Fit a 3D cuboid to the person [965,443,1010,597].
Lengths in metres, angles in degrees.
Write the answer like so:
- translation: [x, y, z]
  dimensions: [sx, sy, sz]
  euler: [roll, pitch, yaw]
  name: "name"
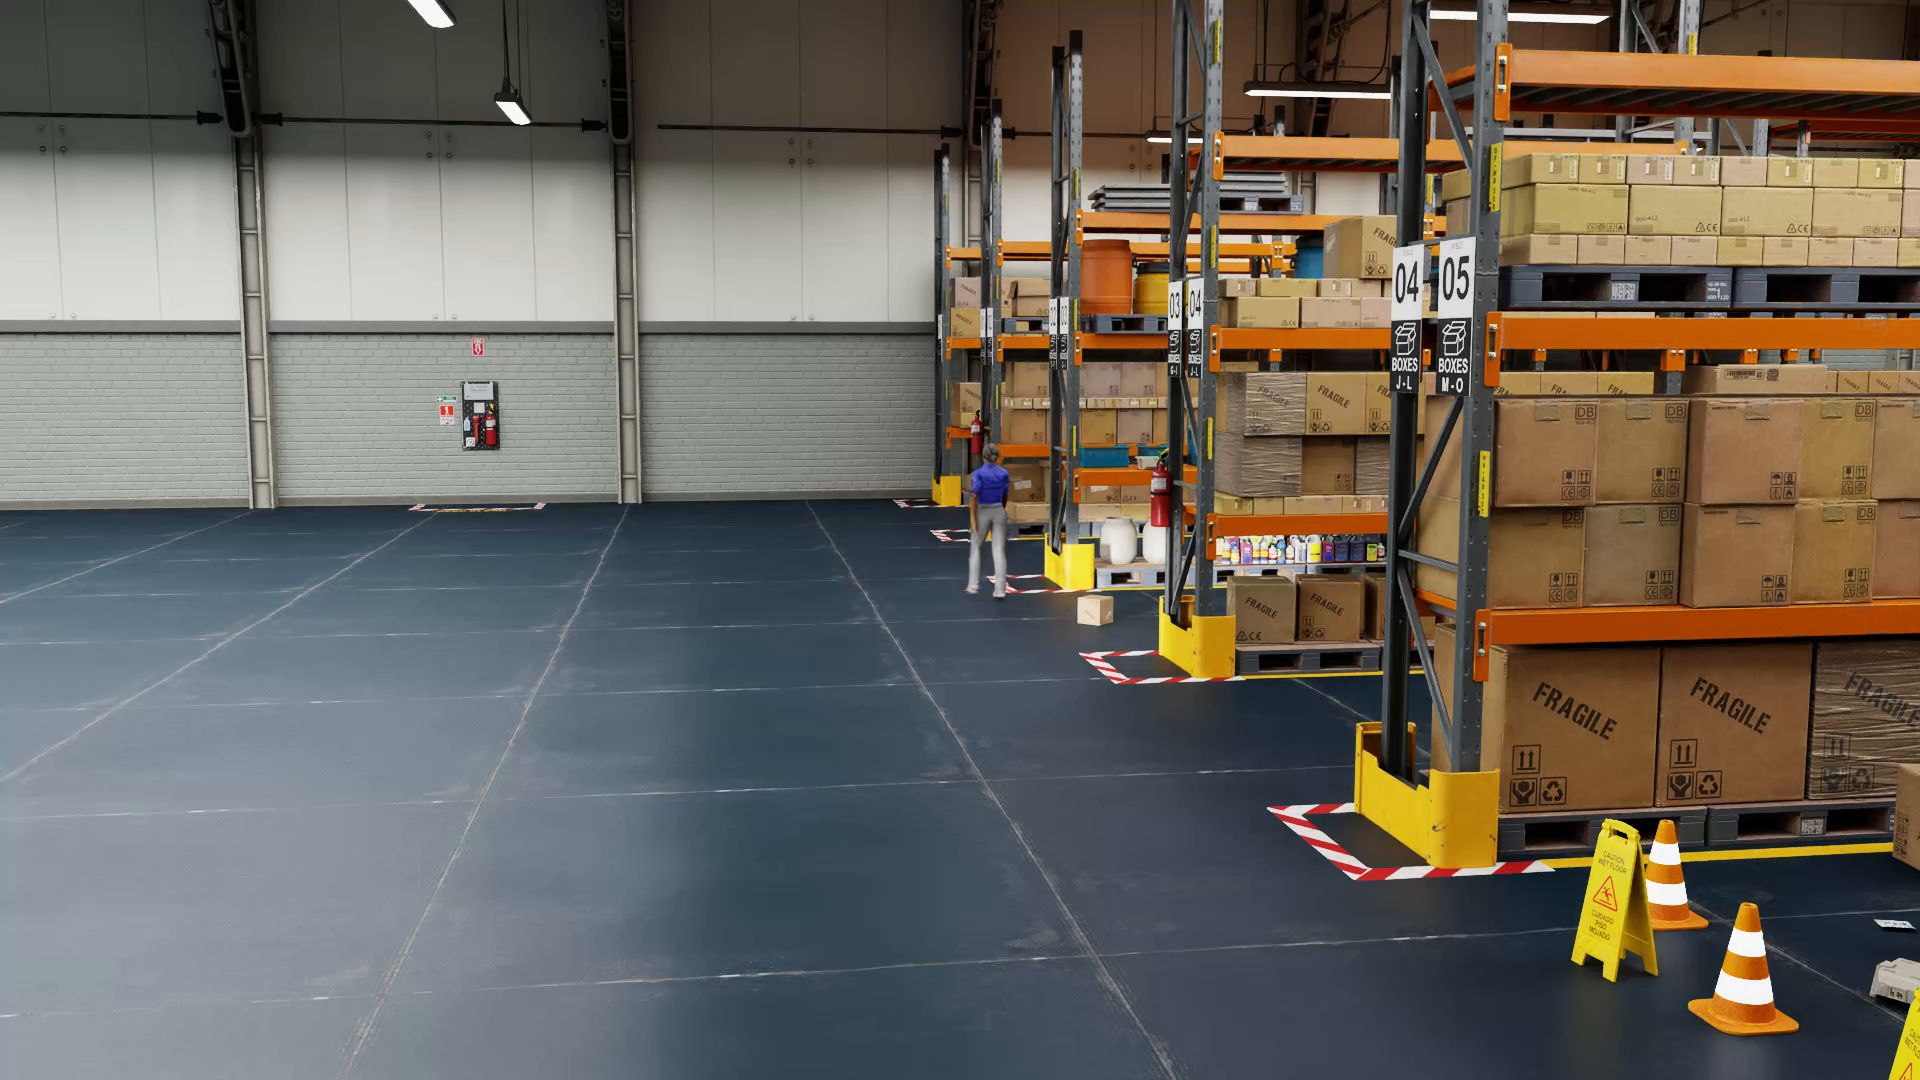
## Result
- translation: [0.296, -0.212, 17.725]
  dimensions: [0.457, 1.656, 0.855]
  euler: [-2, 7, -13]
  name: "person"
